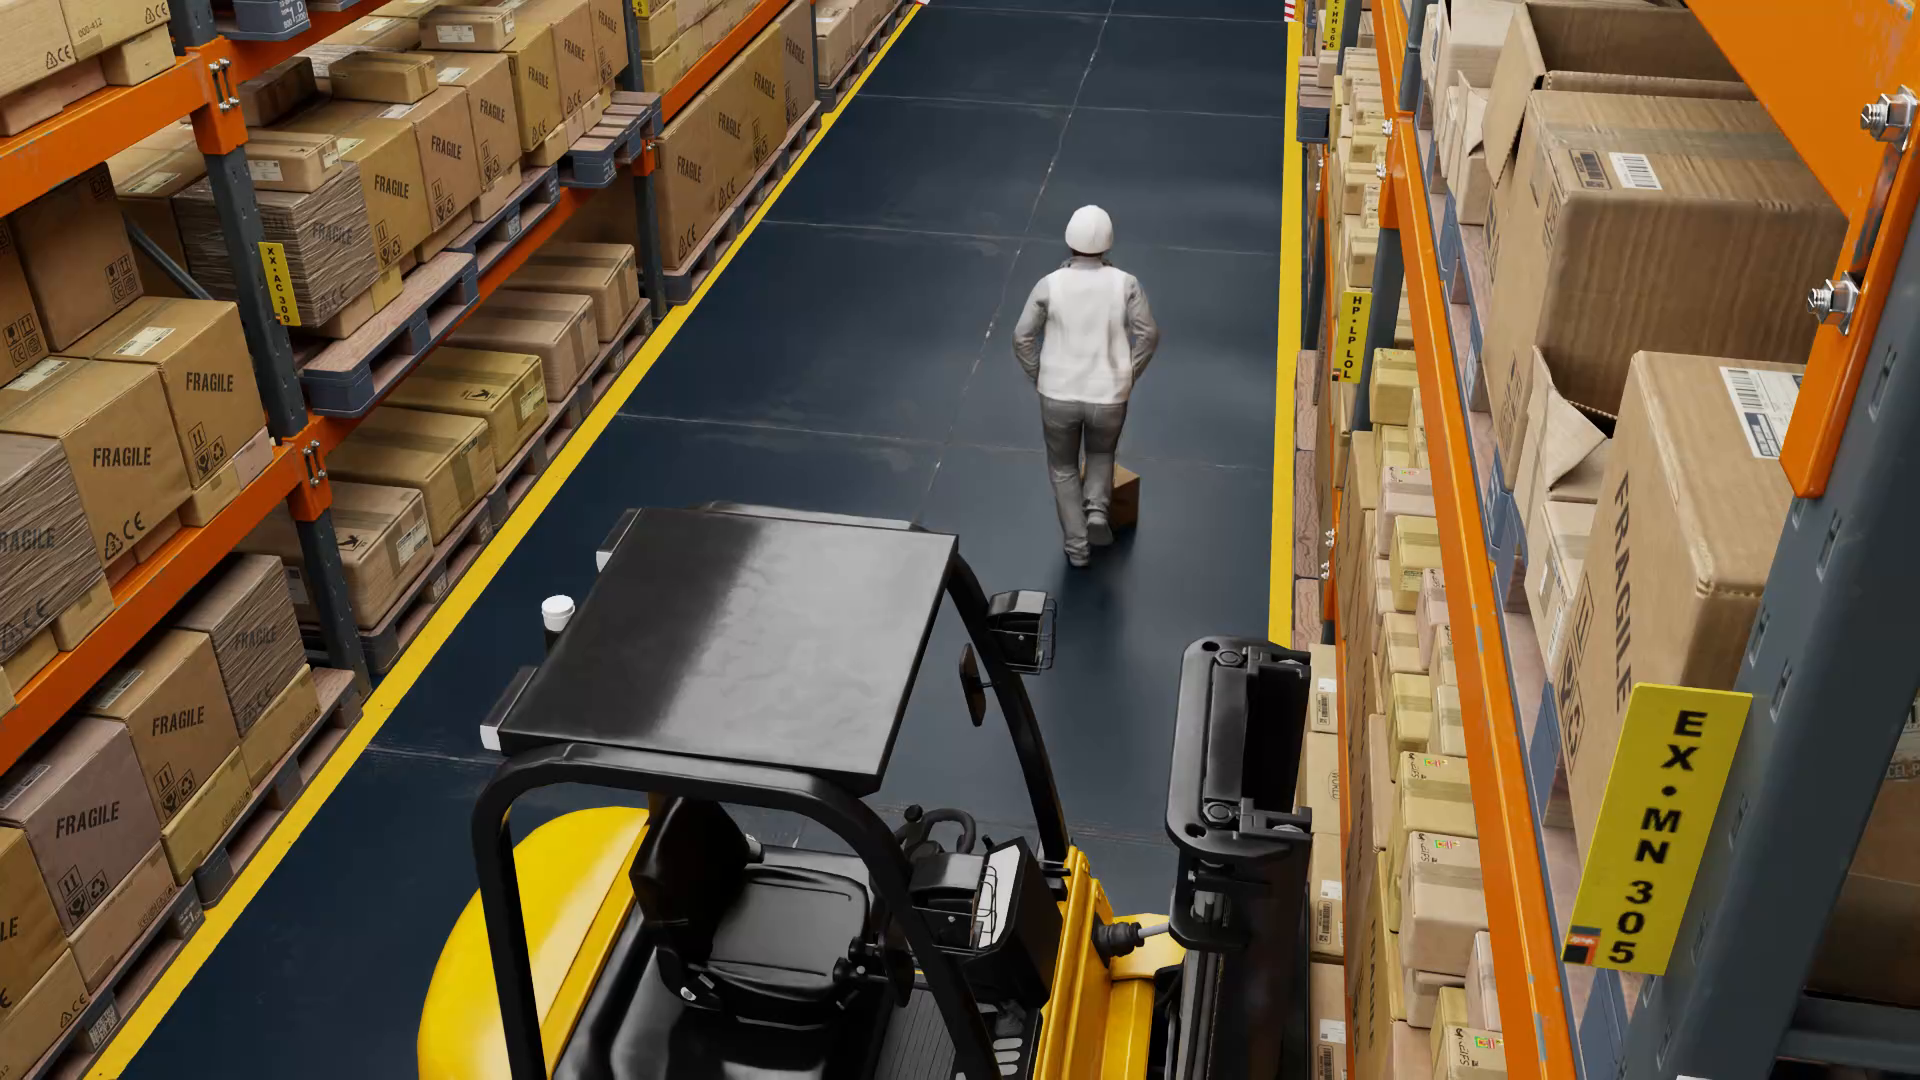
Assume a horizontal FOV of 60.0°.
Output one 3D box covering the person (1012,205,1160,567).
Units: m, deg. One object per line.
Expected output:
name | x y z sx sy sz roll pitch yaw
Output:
person | 0.581 -0.701 7.818 0.677 1.679 0.695 0 32 1
